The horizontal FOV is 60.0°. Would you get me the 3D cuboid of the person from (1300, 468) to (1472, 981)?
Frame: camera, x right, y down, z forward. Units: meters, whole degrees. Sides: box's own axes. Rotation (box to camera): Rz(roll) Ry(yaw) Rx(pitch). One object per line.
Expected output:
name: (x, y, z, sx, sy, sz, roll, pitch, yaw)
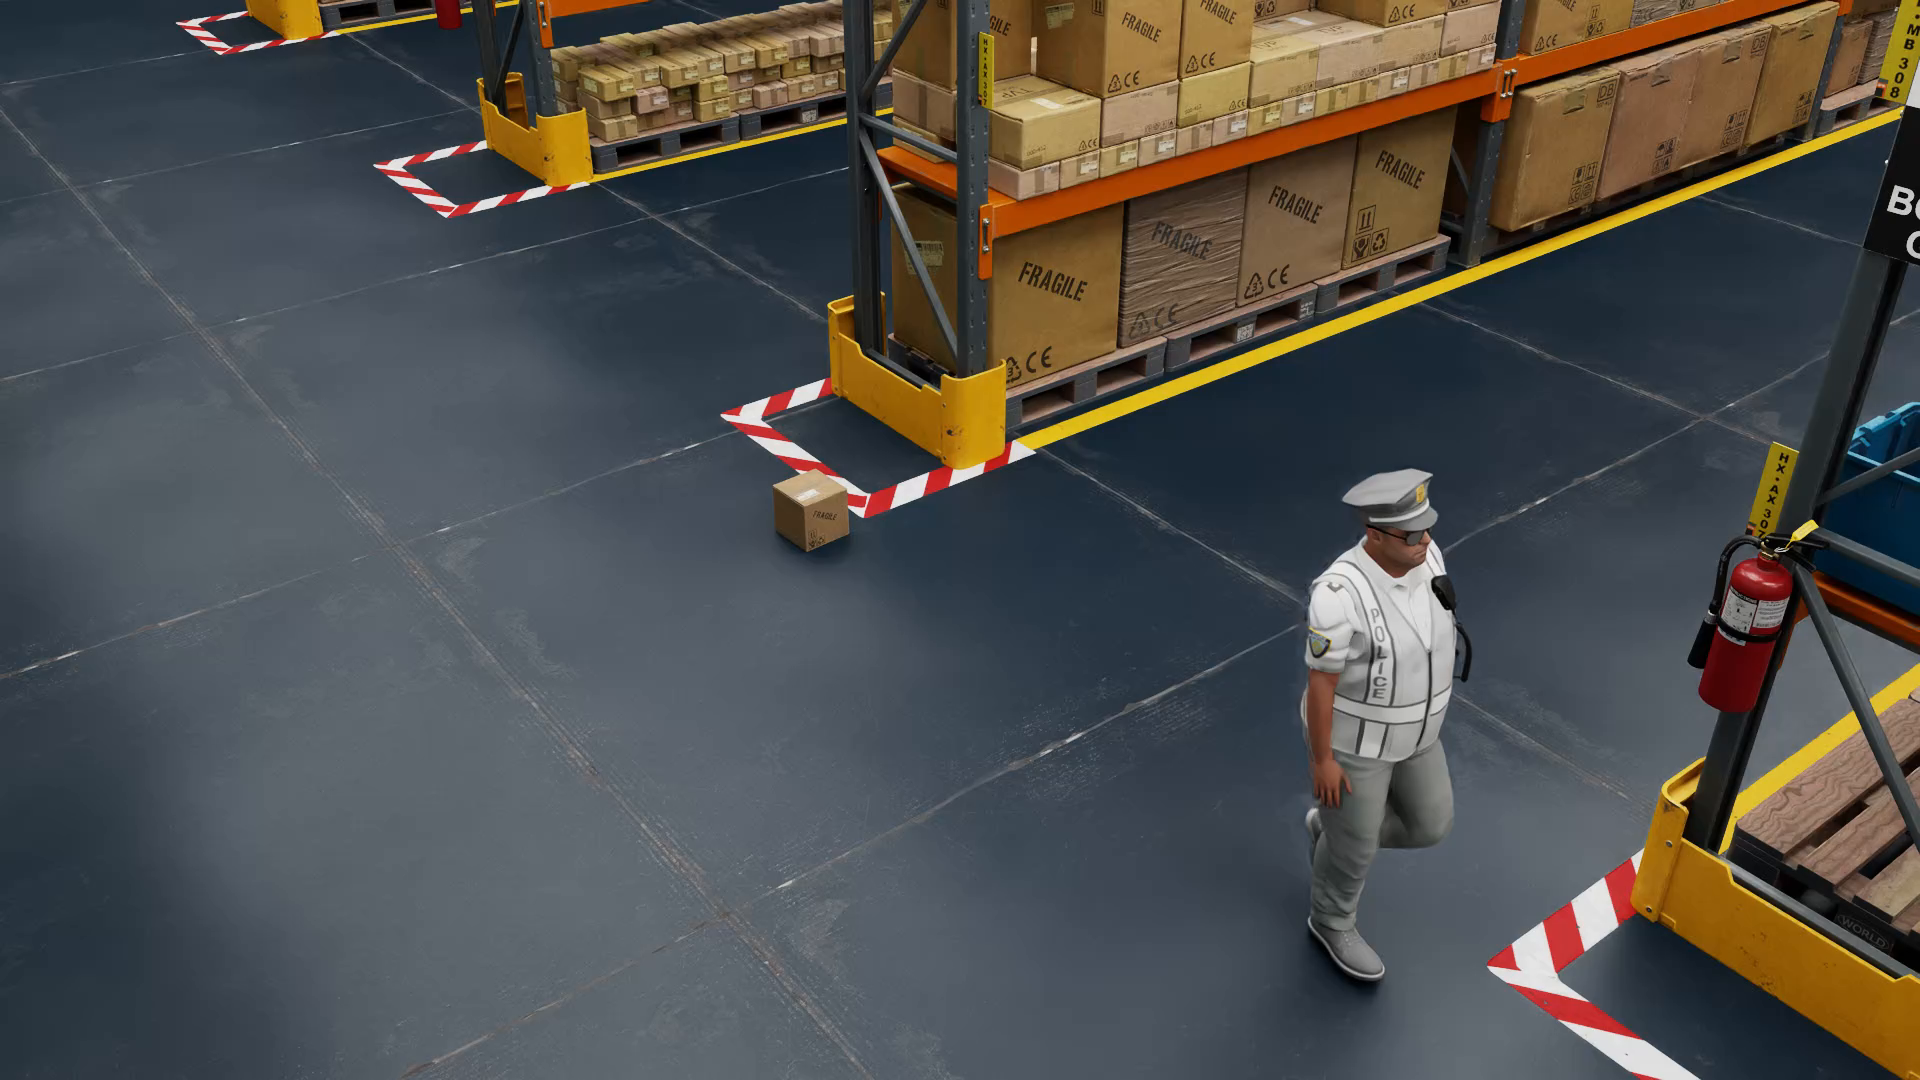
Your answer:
person: (1.273, 0.558, 5.170, 0.537, 1.761, 0.533, -20, 37, -29)
